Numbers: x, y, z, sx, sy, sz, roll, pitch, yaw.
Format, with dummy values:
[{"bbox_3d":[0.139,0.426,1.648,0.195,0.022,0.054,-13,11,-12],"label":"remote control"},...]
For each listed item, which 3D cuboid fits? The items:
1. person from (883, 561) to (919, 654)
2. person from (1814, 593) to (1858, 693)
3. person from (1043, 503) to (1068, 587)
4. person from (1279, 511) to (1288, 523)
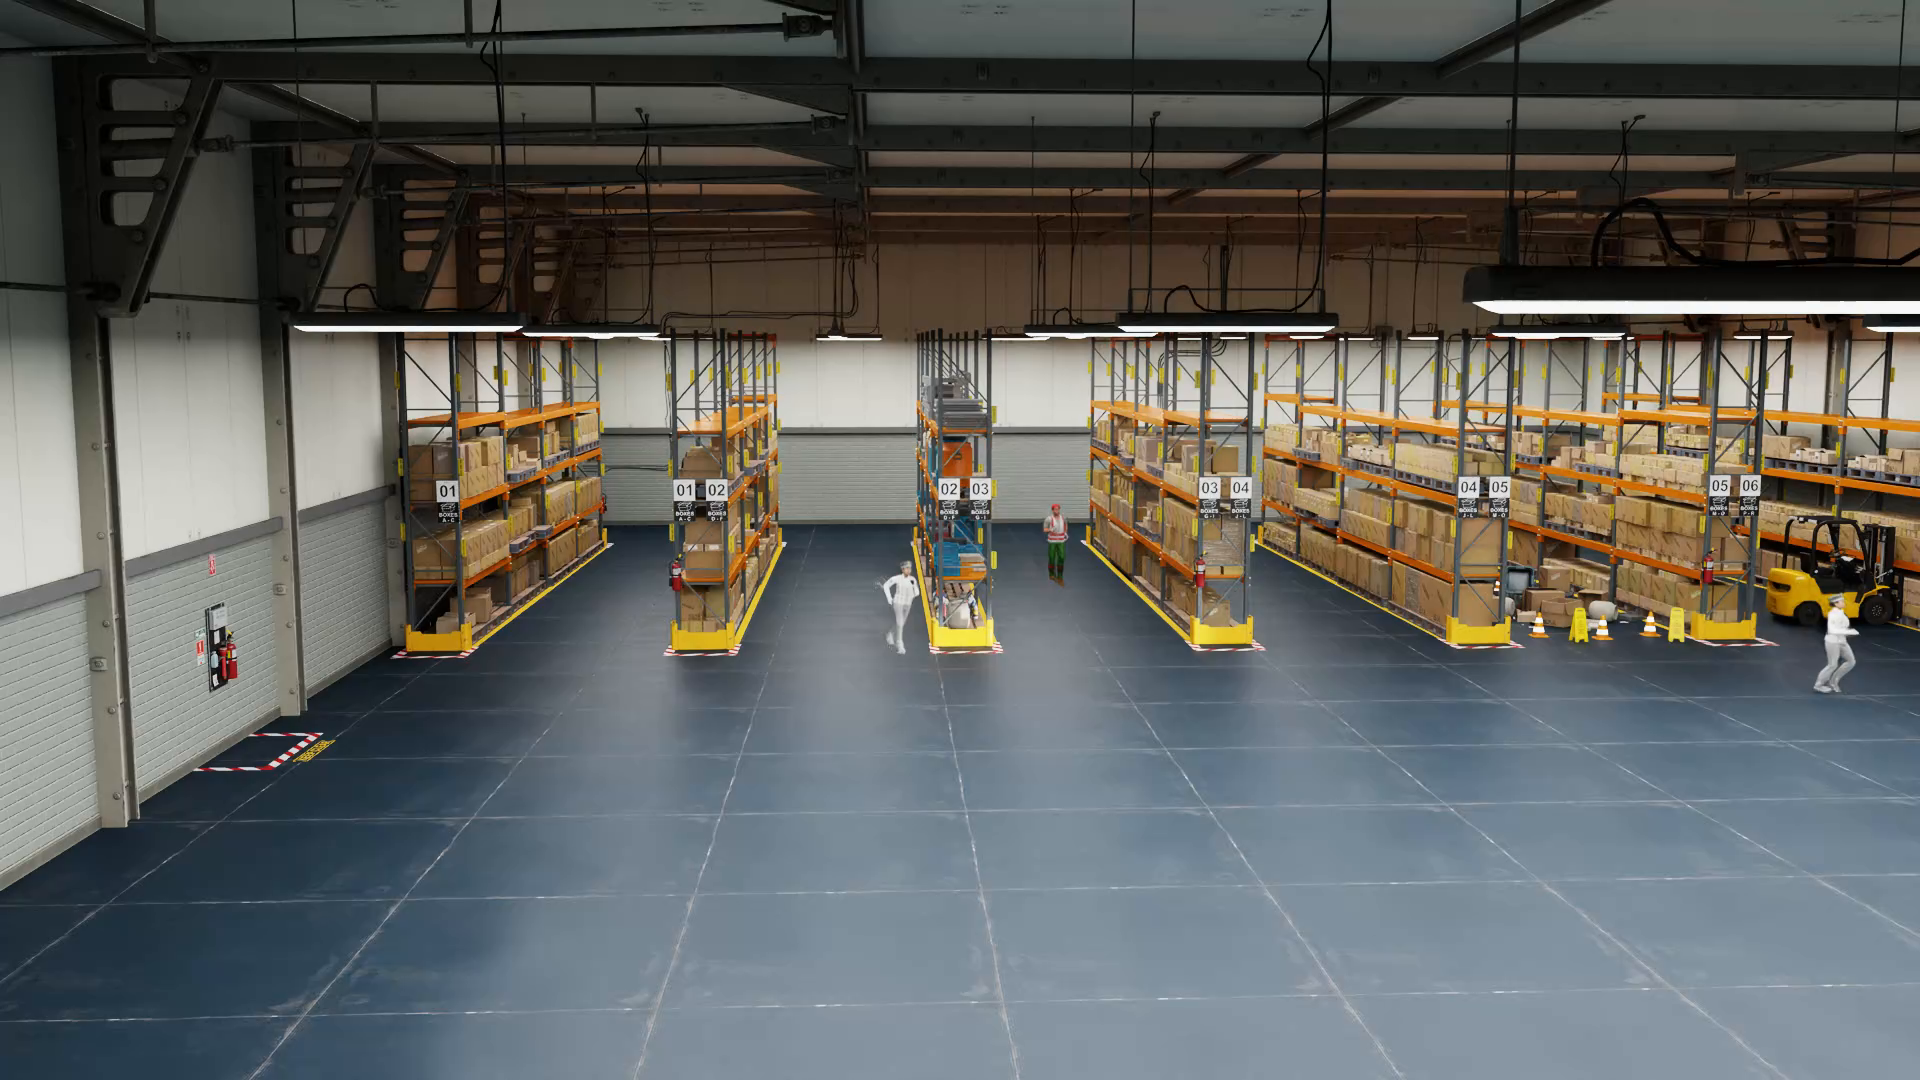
[{"bbox_3d":[-1.077,1.229,31.194,0.656,1.686,0.898,-4,8,-30],"label":"person"},{"bbox_3d":[14.379,1.691,27.199,0.580,1.682,0.659,-6,9,-42],"label":"person"},{"bbox_3d":[2.205,0.108,37.849,0.634,1.886,0.694,-1,7,-12],"label":"person"},{"bbox_3d":[9.596,-0.924,49.095,0.569,1.721,0.674,-2,7,-13],"label":"person"}]
